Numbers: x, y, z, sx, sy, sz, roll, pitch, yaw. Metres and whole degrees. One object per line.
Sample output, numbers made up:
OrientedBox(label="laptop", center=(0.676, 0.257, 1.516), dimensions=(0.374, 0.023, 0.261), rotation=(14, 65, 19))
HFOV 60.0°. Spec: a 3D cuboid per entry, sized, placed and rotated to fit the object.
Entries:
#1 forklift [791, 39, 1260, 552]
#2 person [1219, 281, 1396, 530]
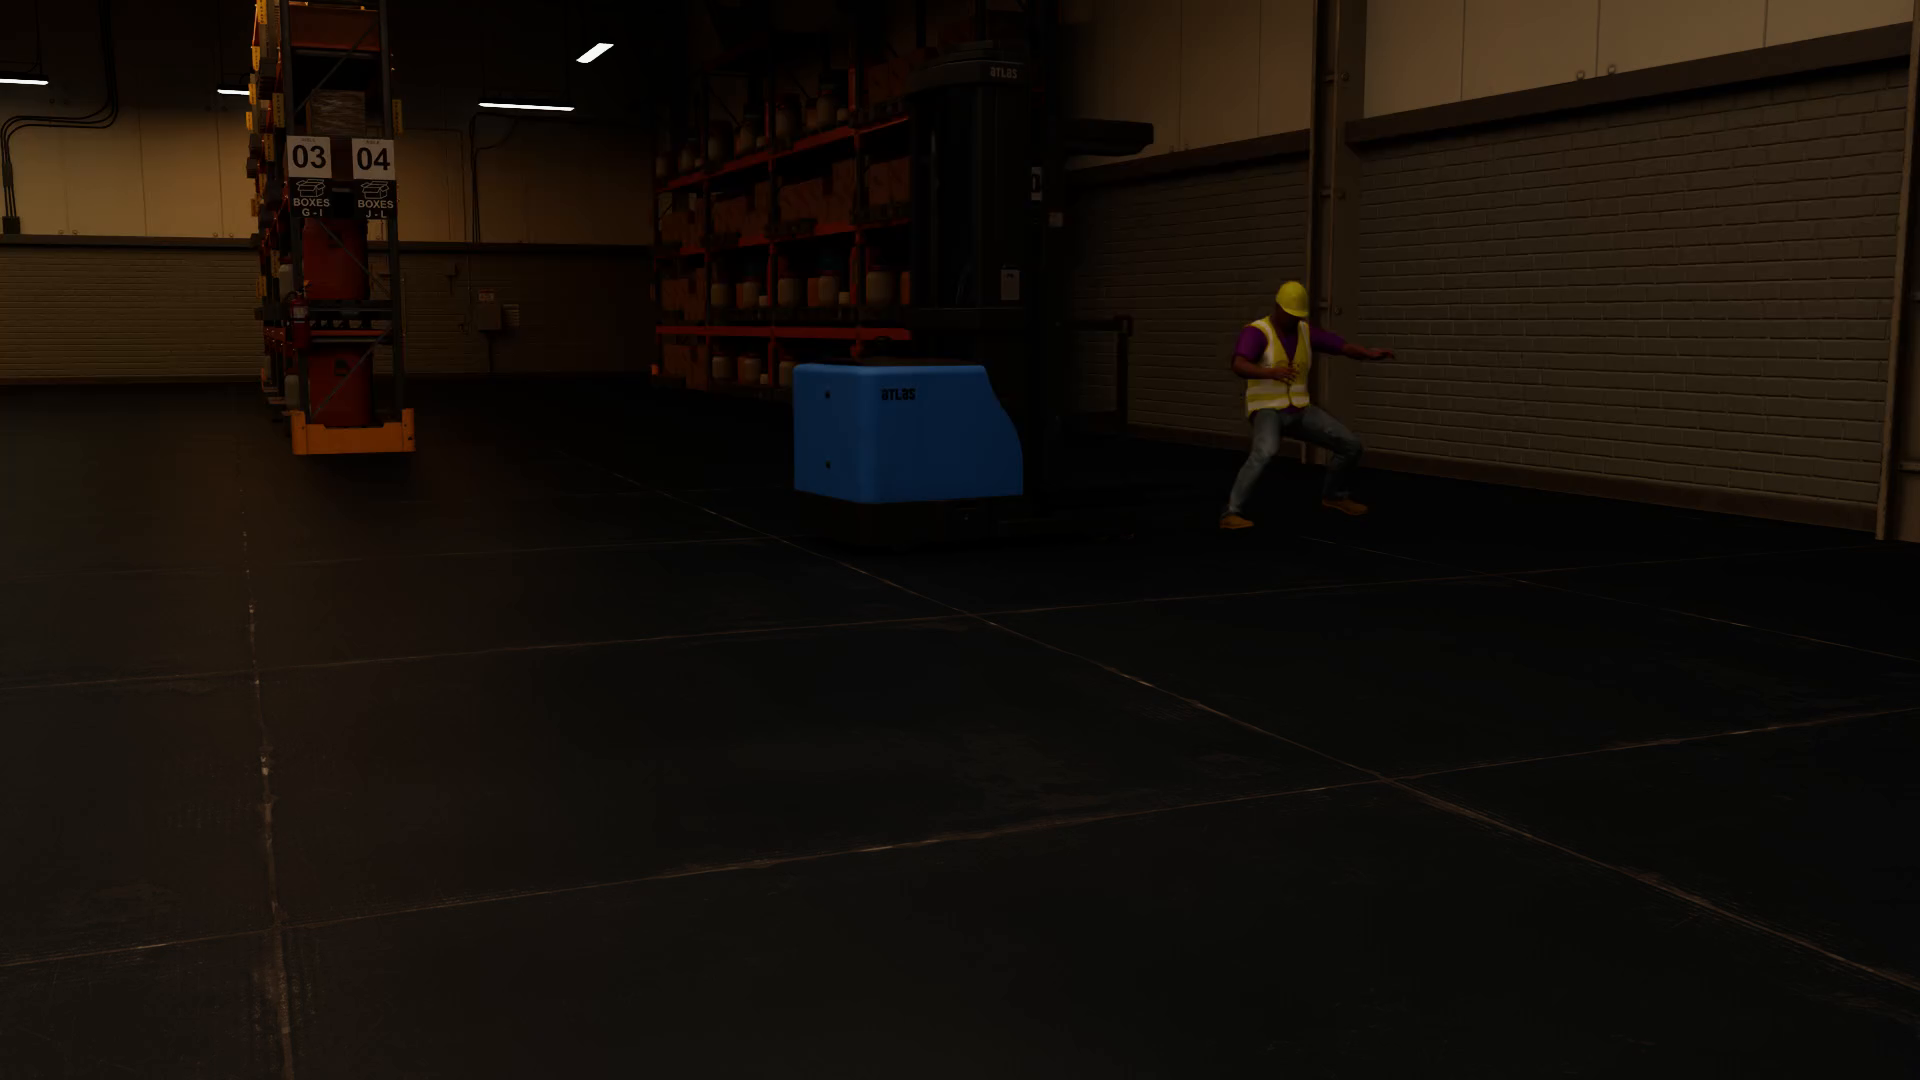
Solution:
OrientedBox(label="forklift", center=(0.506, -1.500, 10.315), dimensions=(3.031, 2.935, 1.130), rotation=(-4, 9, -30))
OrientedBox(label="person", center=(2.135, -0.853, 10.443), dimensions=(1.222, 1.533, 0.719), rotation=(-3, 8, -20))
